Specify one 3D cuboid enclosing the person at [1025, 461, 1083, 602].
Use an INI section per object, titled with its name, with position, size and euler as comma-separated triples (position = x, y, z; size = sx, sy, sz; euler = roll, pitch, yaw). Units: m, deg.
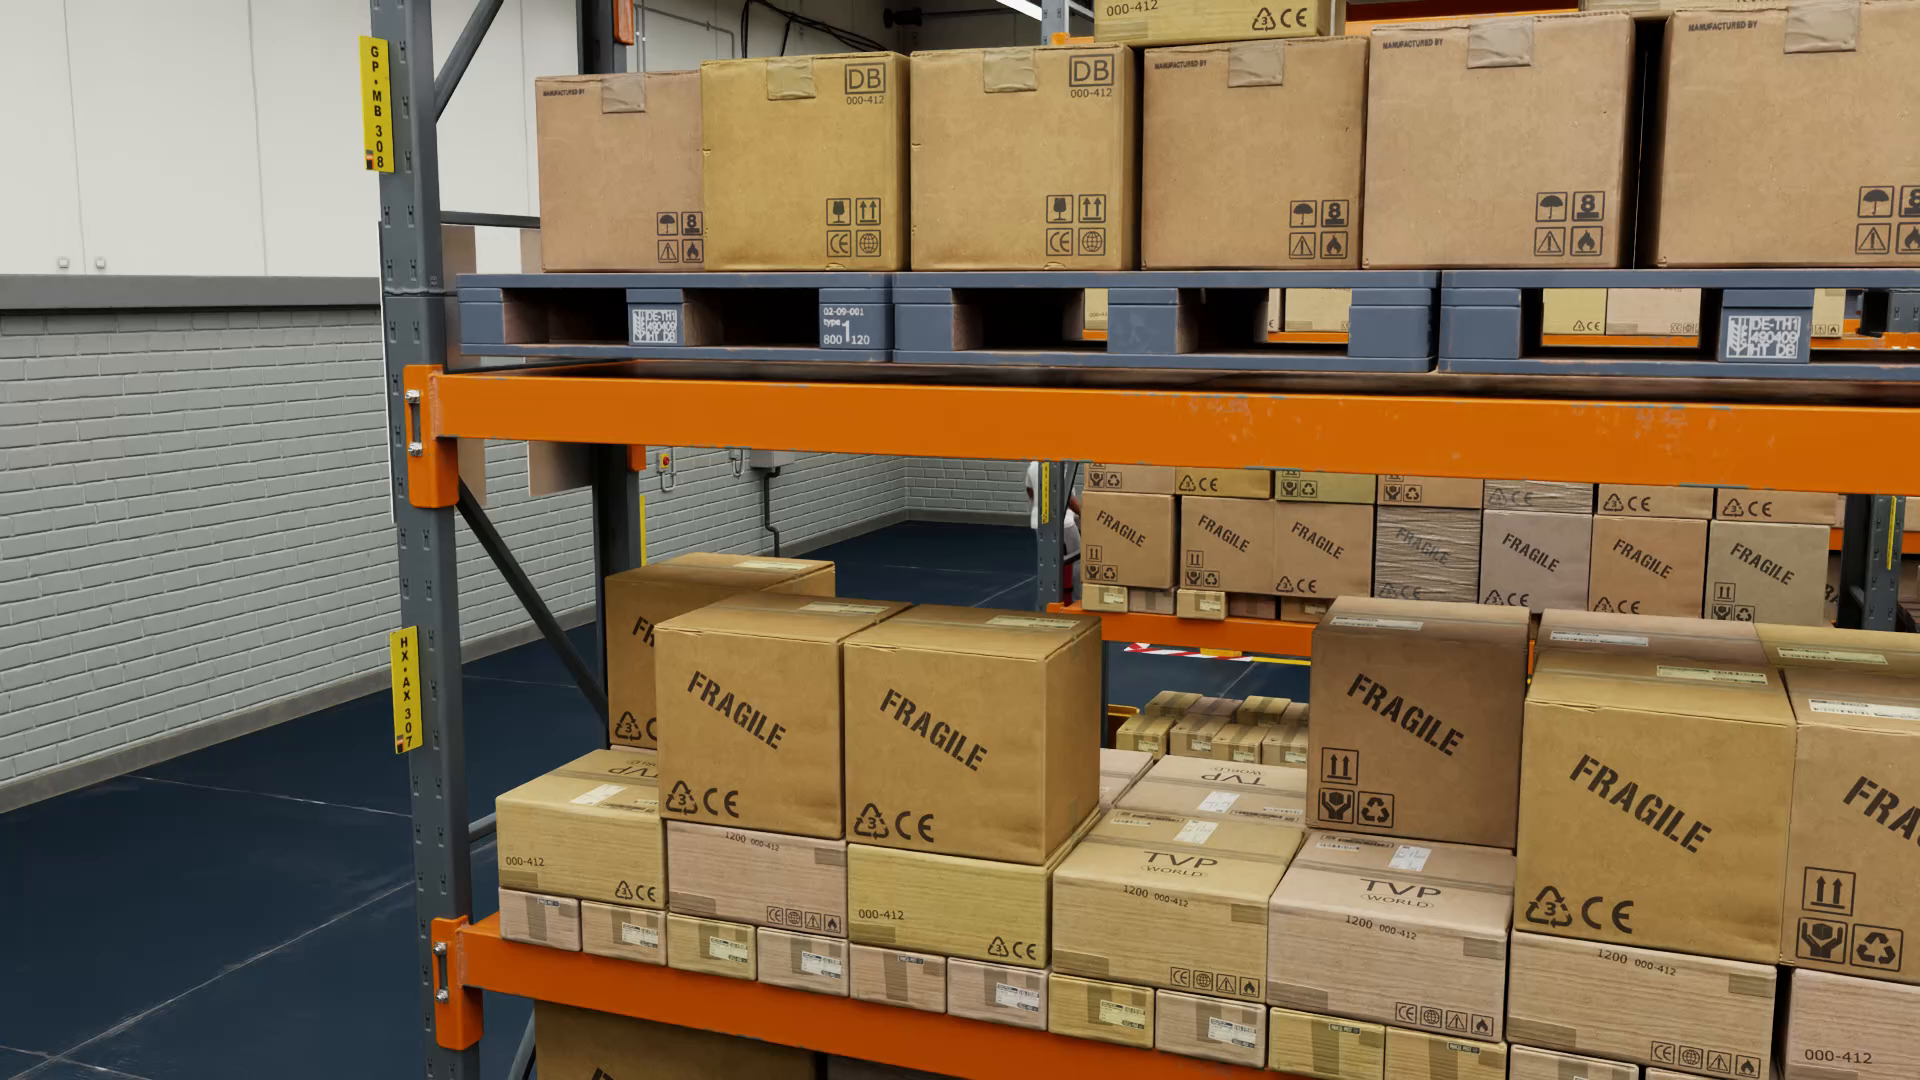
[person]
position = 0.989, -0.152, 15.519
size = 0.839, 1.704, 0.792
euler = -8, 12, -41
